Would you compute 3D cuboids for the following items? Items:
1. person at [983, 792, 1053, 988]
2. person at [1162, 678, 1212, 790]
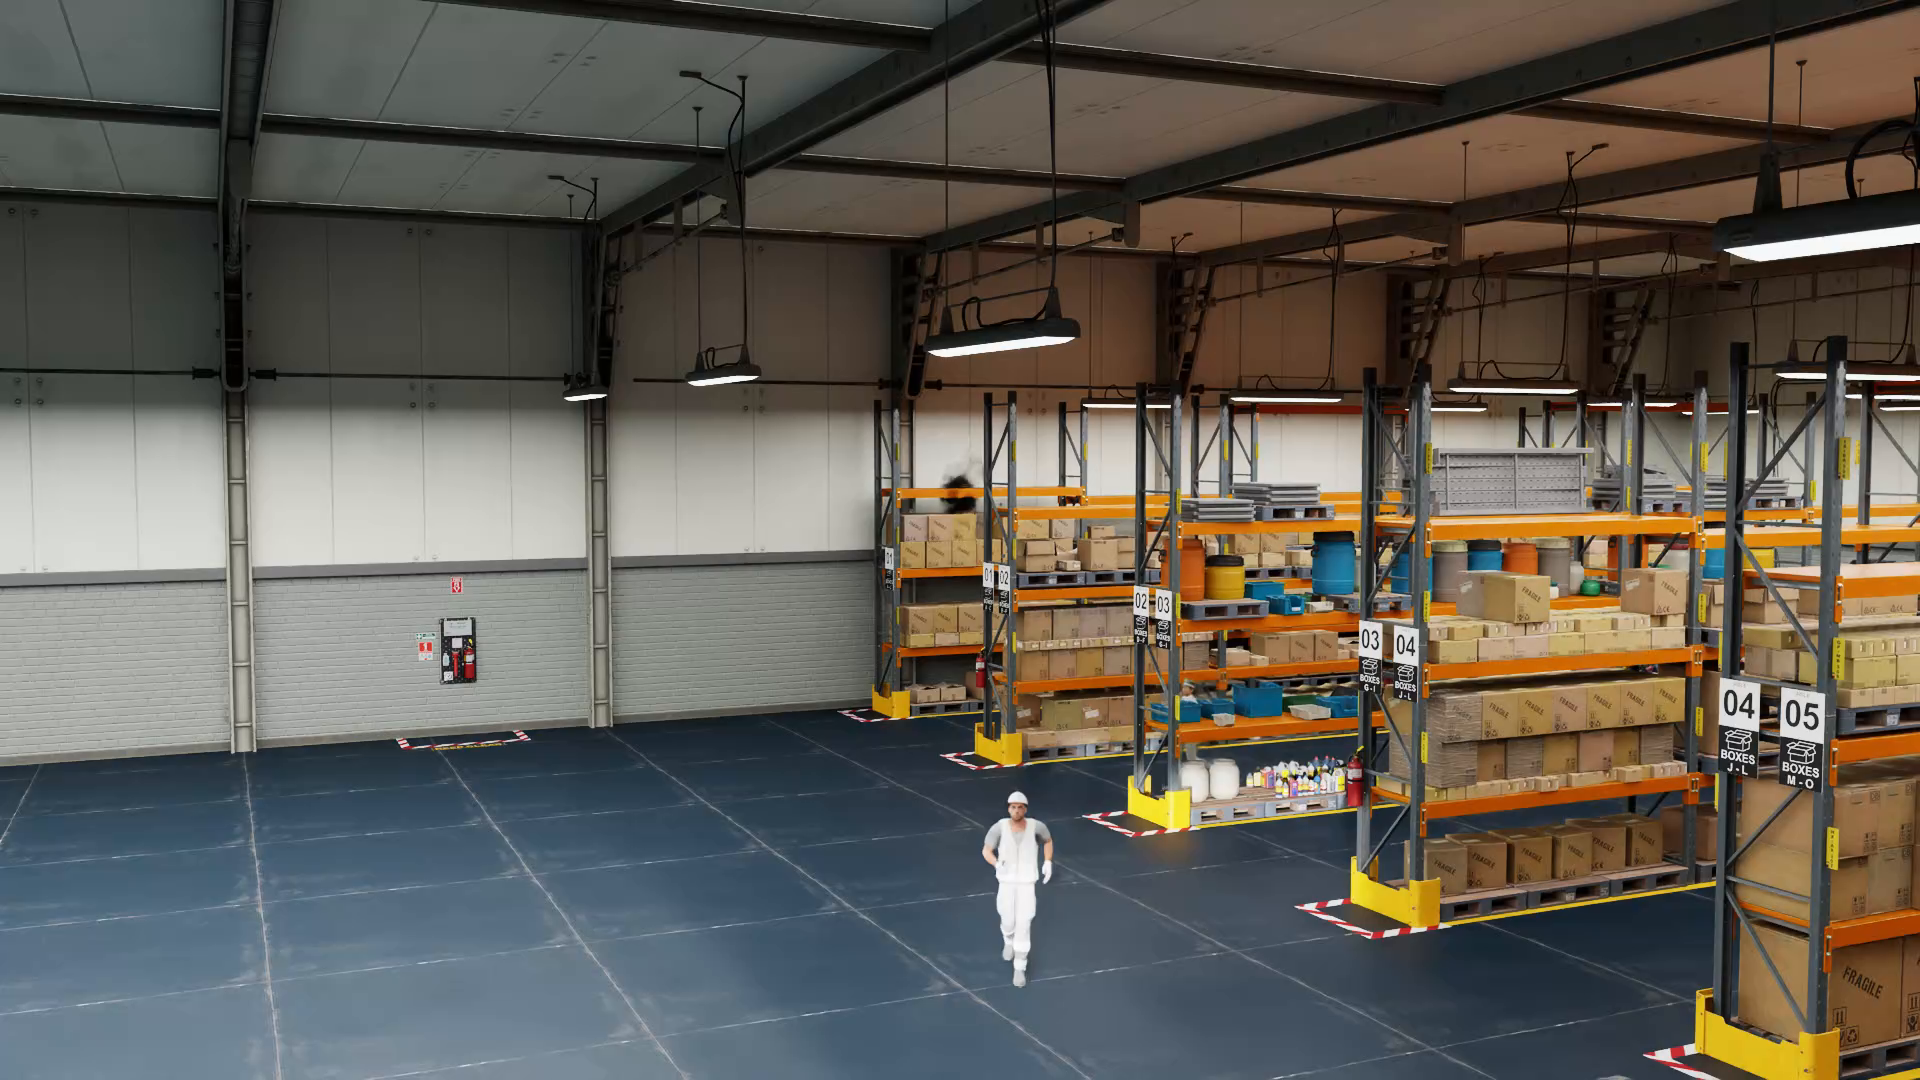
[{"bbox_3d":[0.563,3.326,16.154,0.685,1.801,0.872,0,3,4],"label":"person"},{"bbox_3d":[3.390,2.876,24.742,0.865,1.670,0.624,-2,4,-25],"label":"person"}]
